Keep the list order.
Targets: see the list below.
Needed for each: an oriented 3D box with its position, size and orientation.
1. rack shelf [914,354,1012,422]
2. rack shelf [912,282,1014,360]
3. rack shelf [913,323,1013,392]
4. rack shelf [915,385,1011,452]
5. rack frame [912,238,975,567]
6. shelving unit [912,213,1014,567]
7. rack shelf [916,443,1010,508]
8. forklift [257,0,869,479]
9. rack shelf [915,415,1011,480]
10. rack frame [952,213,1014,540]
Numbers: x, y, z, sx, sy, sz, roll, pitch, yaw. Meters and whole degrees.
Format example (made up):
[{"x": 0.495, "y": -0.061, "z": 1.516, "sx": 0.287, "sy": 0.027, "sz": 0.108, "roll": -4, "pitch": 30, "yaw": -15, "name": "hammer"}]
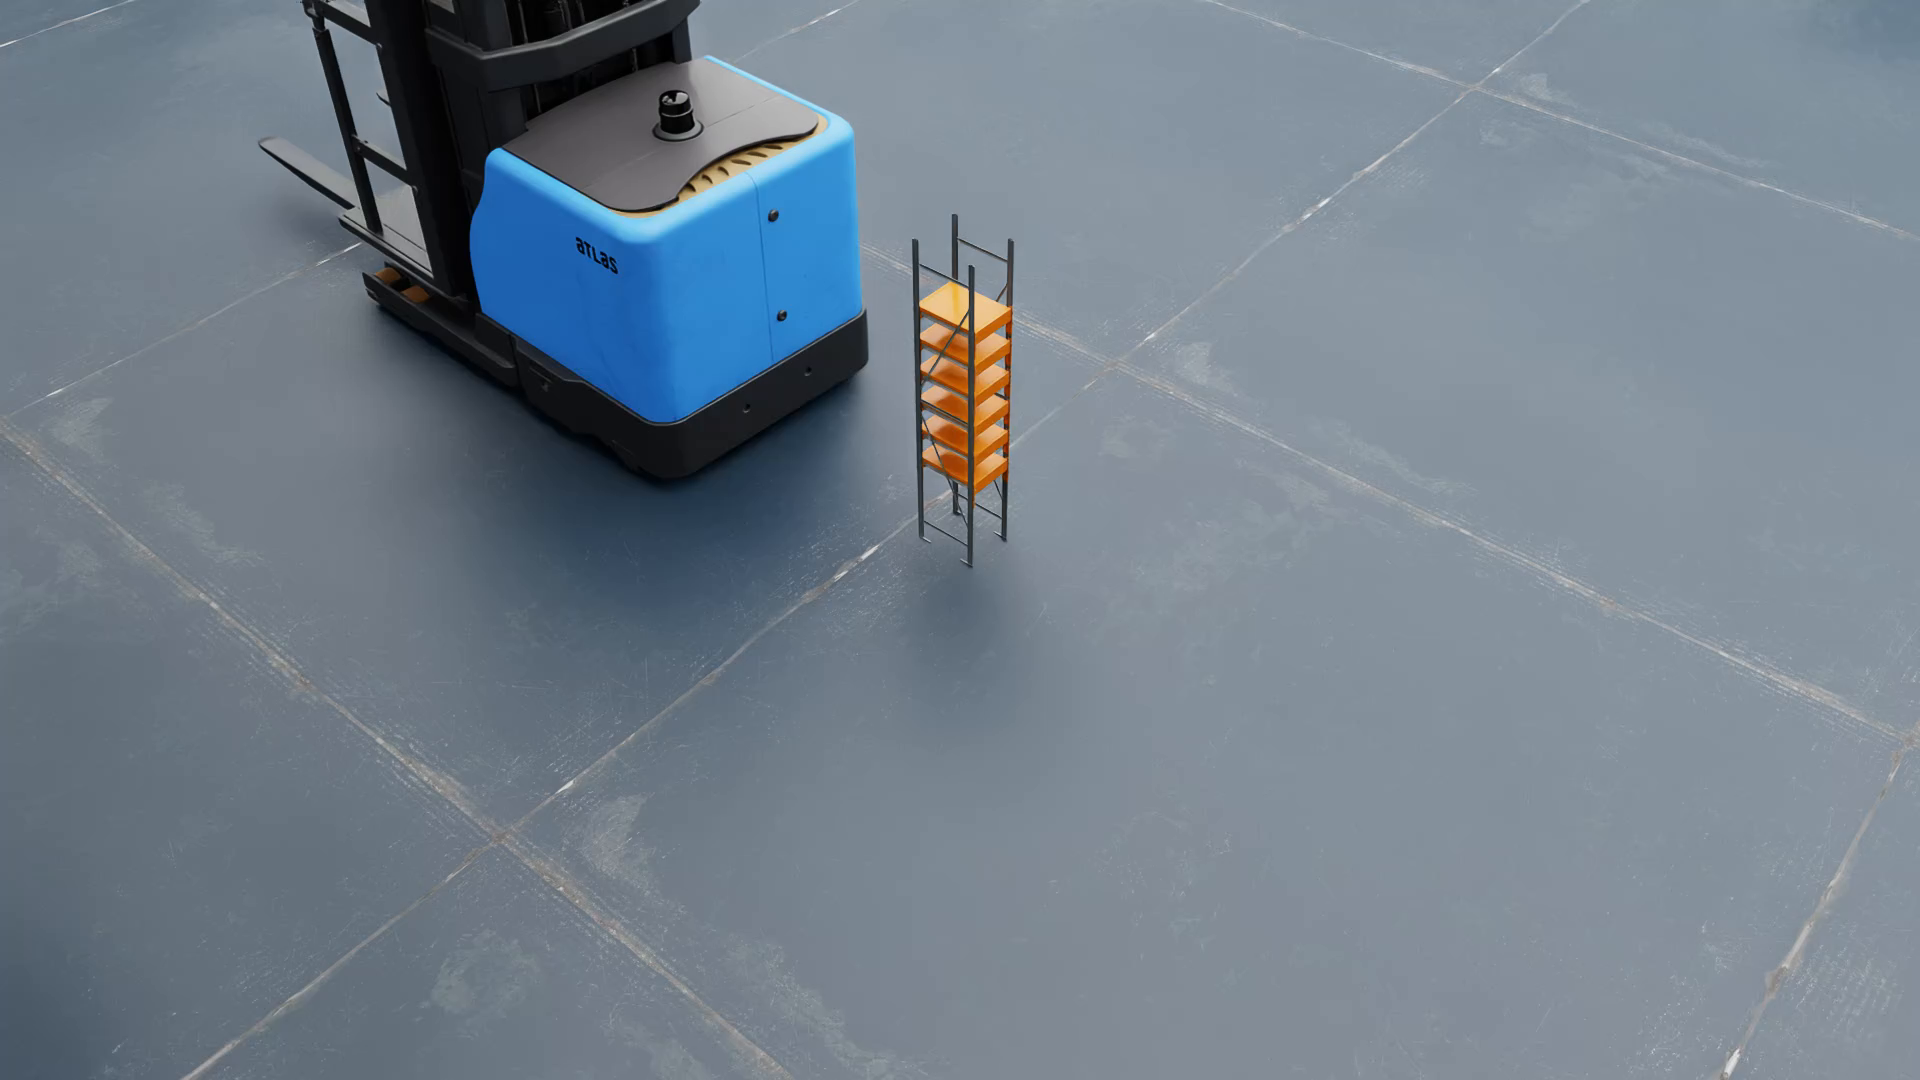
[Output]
[{"x": 0.009, "y": -0.507, "z": 5.304, "sx": 0.258, "sy": 0.103, "sz": 0.180, "roll": 29, "pitch": 50, "yaw": 28, "name": "rack shelf"}, {"x": 0.009, "y": -0.685, "z": 5.142, "sx": 0.258, "sy": 0.103, "sz": 0.180, "roll": 29, "pitch": 50, "yaw": 28, "name": "rack shelf"}, {"x": 0.009, "y": -0.596, "z": 5.223, "sx": 0.258, "sy": 0.103, "sz": 0.180, "roll": 29, "pitch": 50, "yaw": 28, "name": "rack shelf"}, {"x": 0.009, "y": -0.419, "z": 5.384, "sx": 0.258, "sy": 0.103, "sz": 0.180, "roll": 29, "pitch": 50, "yaw": 28, "name": "rack shelf"}, {"x": -0.050, "y": -0.404, "z": 5.303, "sx": 0.240, "sy": 1.200, "sz": 0.006, "roll": 29, "pitch": 50, "yaw": 28, "name": "rack frame"}, {"x": 0.009, "y": -0.451, "z": 5.355, "sx": 0.258, "sy": 1.200, "sz": 0.189, "roll": 29, "pitch": 50, "yaw": 28, "name": "shelving unit"}, {"x": 0.009, "y": -0.241, "z": 5.546, "sx": 0.258, "sy": 0.103, "sz": 0.180, "roll": 29, "pitch": 50, "yaw": 28, "name": "rack shelf"}, {"x": -1.776, "y": -2.167, "z": 5.955, "sx": 3.031, "sy": 2.935, "sz": 1.130, "roll": 32, "pitch": 51, "yaw": 30, "name": "forklift"}, {"x": 0.009, "y": -0.330, "z": 5.465, "sx": 0.258, "sy": 0.103, "sz": 0.180, "roll": 29, "pitch": 50, "yaw": 28, "name": "rack shelf"}, {"x": 0.068, "y": -0.498, "z": 5.406, "sx": 0.240, "sy": 1.200, "sz": 0.006, "roll": 29, "pitch": 50, "yaw": 28, "name": "rack frame"}]
